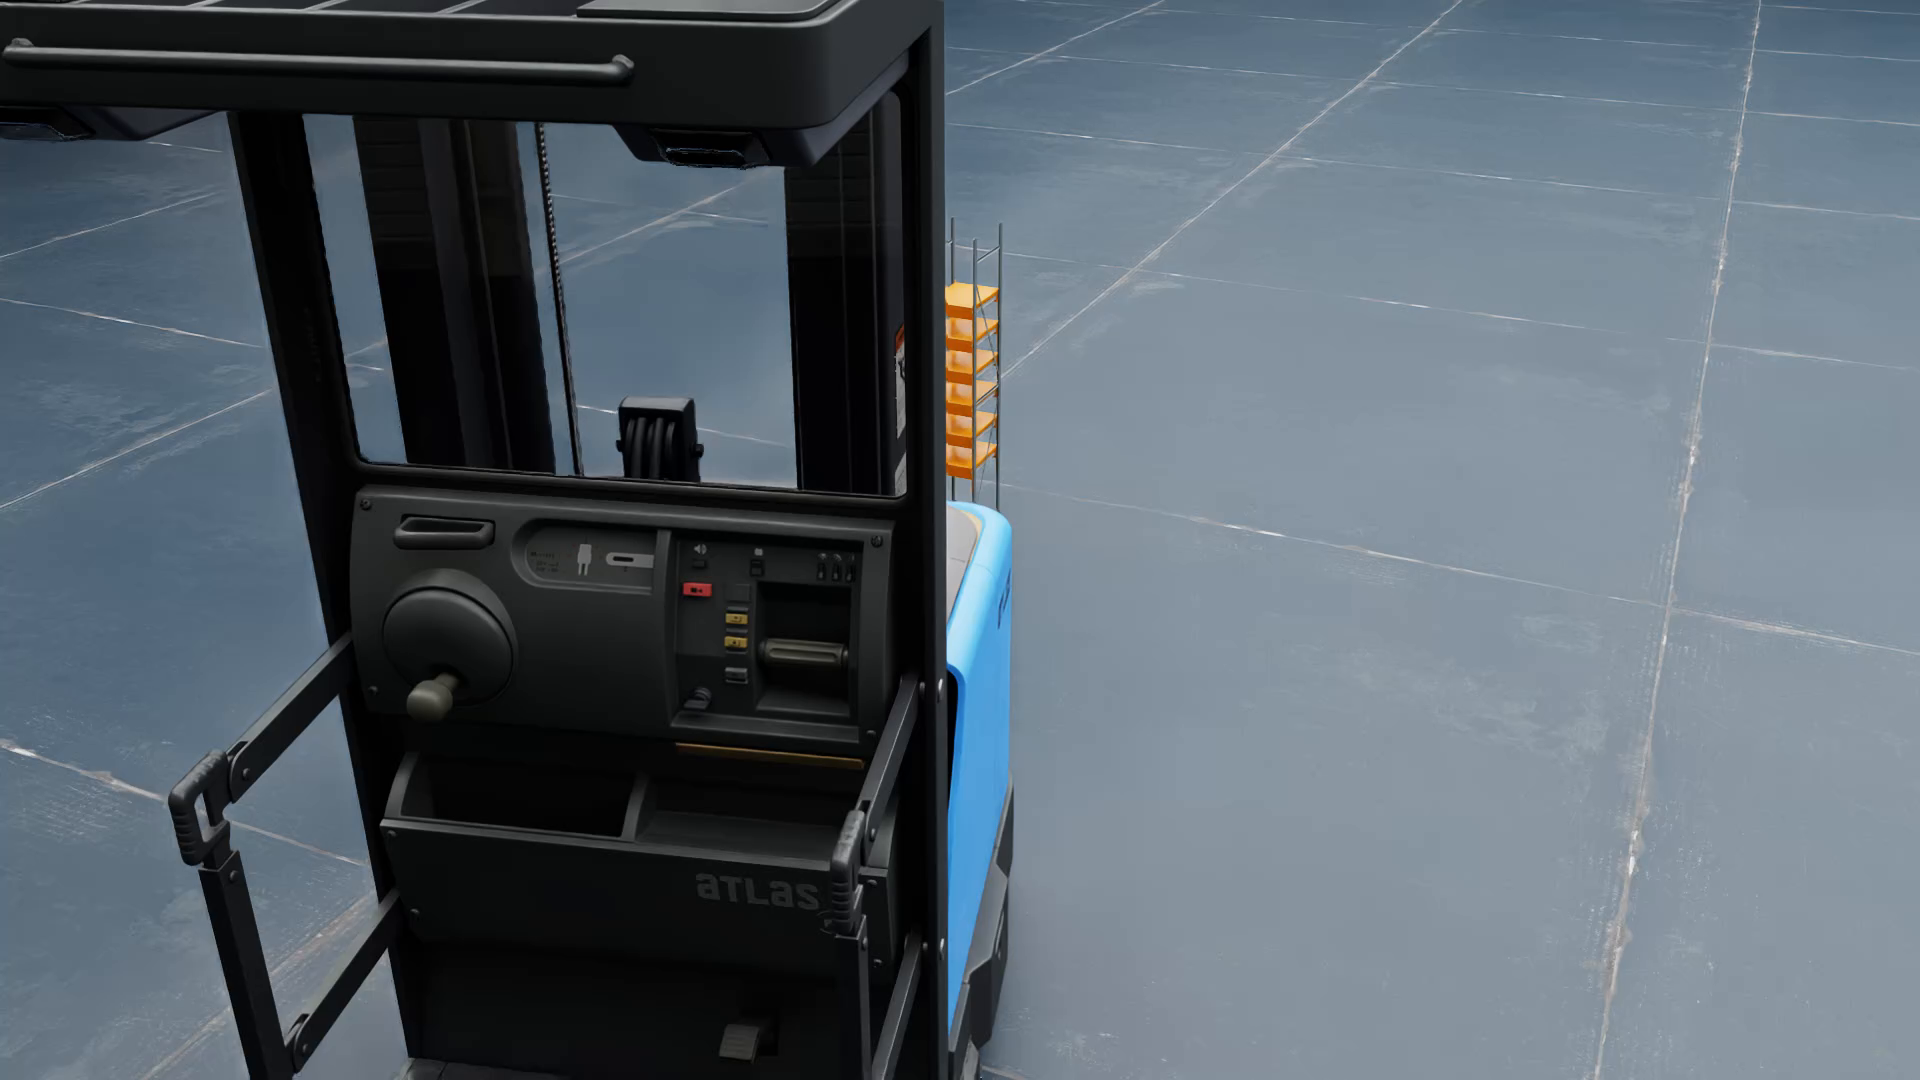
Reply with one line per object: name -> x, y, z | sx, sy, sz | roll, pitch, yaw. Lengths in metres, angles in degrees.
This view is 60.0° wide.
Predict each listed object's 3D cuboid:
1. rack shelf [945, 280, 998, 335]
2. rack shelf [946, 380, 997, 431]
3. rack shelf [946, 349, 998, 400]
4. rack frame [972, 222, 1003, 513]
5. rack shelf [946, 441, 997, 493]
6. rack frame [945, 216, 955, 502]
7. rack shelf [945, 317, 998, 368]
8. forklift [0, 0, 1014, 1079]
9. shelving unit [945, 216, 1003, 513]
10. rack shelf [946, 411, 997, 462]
rack shelf -> 0.013, -0.819, 5.840 | 0.180, 0.103, 0.258 | 11, 28, 22
rack shelf -> 0.013, -0.496, 5.999 | 0.180, 0.103, 0.258 | 11, 28, 22
rack shelf -> 0.013, -0.603, 5.946 | 0.180, 0.103, 0.258 | 11, 28, 22
rack frame -> 0.096, -0.519, 5.946 | 0.006, 1.200, 0.240 | 11, 28, 22
rack shelf -> 0.013, -0.280, 6.105 | 0.180, 0.103, 0.258 | 11, 28, 22
rack frame -> -0.070, -0.552, 6.014 | 0.006, 1.200, 0.240 | 11, 28, 22
rack shelf -> 0.013, -0.711, 5.893 | 0.180, 0.103, 0.258 | 11, 28, 22
forklift -> -0.605, 0.169, 2.588 | 1.130, 2.935, 3.031 | 4, 27, 8
shelving unit -> 0.013, -0.536, 5.980 | 0.189, 1.200, 0.258 | 11, 28, 22
rack shelf -> 0.013, -0.388, 6.052 | 0.180, 0.103, 0.258 | 11, 28, 22
